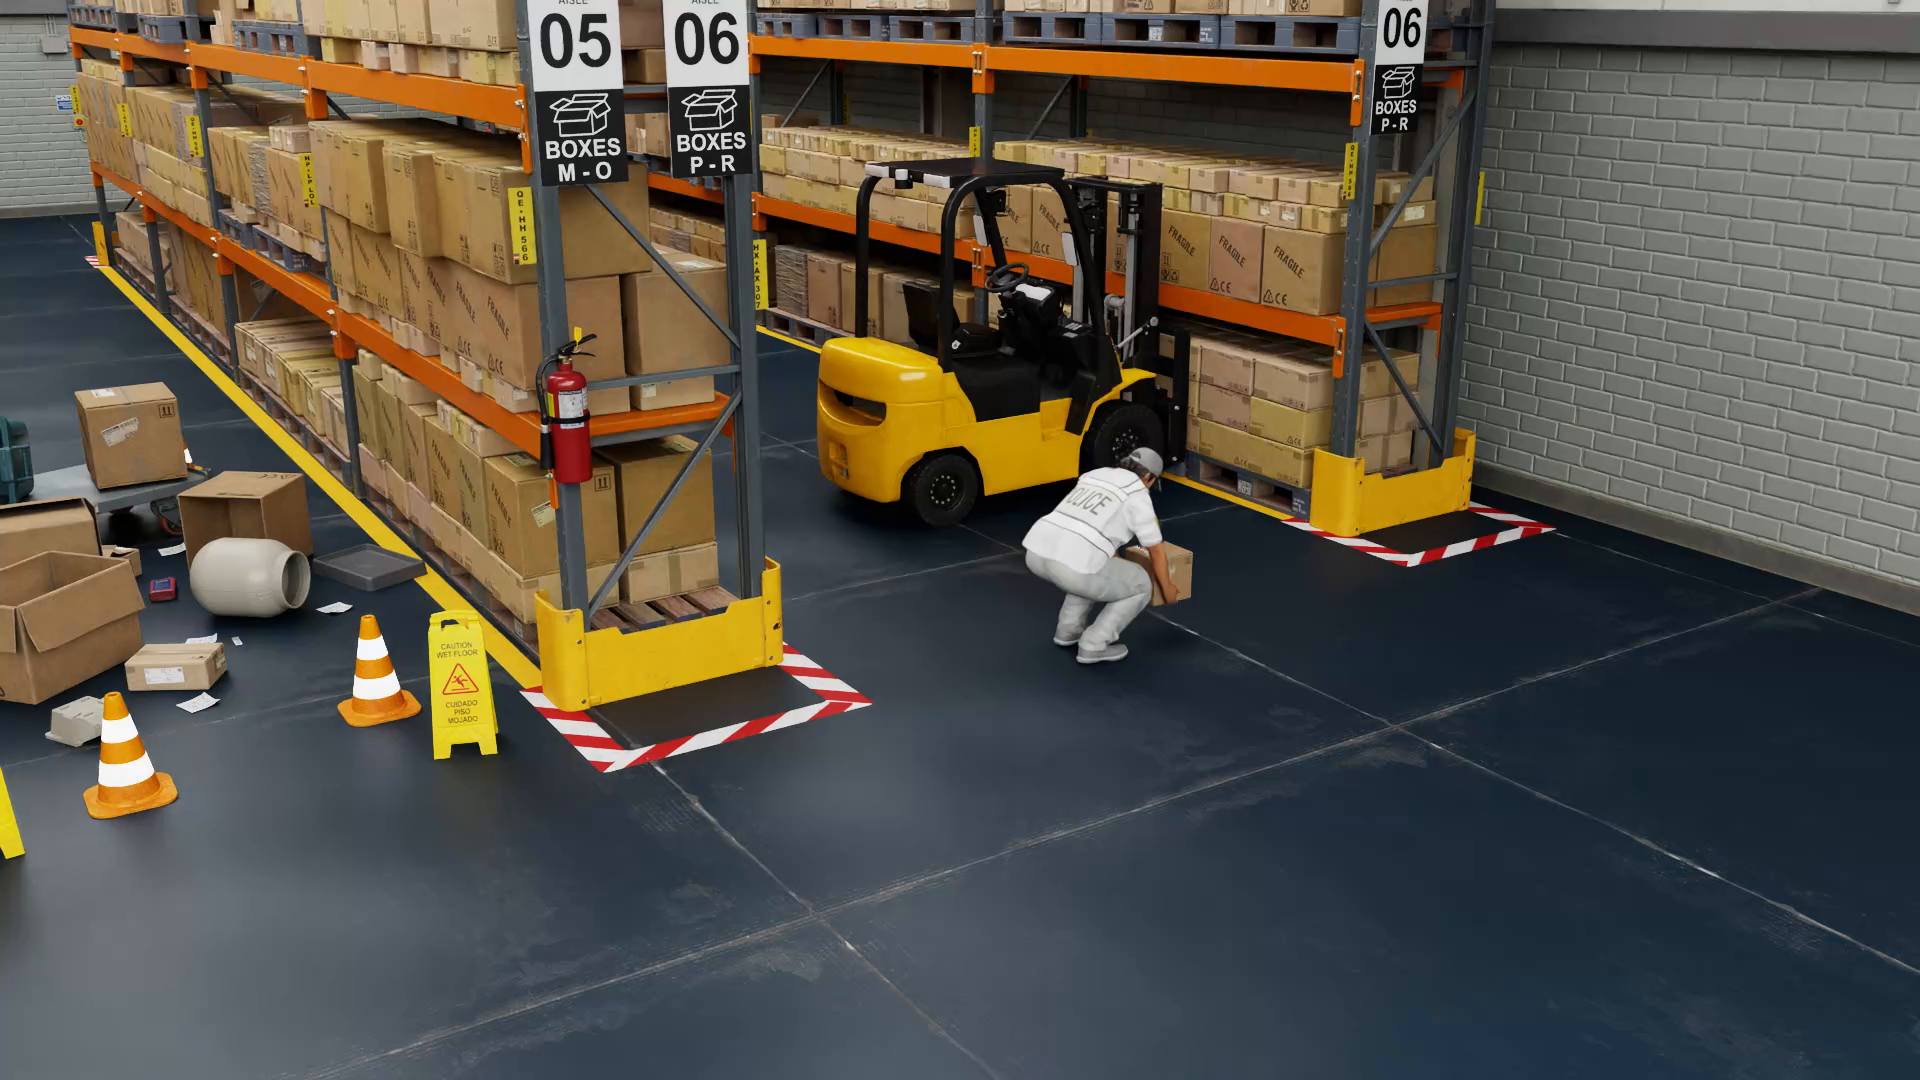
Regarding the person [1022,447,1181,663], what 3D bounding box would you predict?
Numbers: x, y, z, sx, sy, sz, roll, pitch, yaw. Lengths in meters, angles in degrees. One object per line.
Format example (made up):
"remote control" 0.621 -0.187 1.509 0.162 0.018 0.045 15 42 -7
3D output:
"person" 0.706 0.071 8.410 0.835 1.003 0.528 -12 22 -32
